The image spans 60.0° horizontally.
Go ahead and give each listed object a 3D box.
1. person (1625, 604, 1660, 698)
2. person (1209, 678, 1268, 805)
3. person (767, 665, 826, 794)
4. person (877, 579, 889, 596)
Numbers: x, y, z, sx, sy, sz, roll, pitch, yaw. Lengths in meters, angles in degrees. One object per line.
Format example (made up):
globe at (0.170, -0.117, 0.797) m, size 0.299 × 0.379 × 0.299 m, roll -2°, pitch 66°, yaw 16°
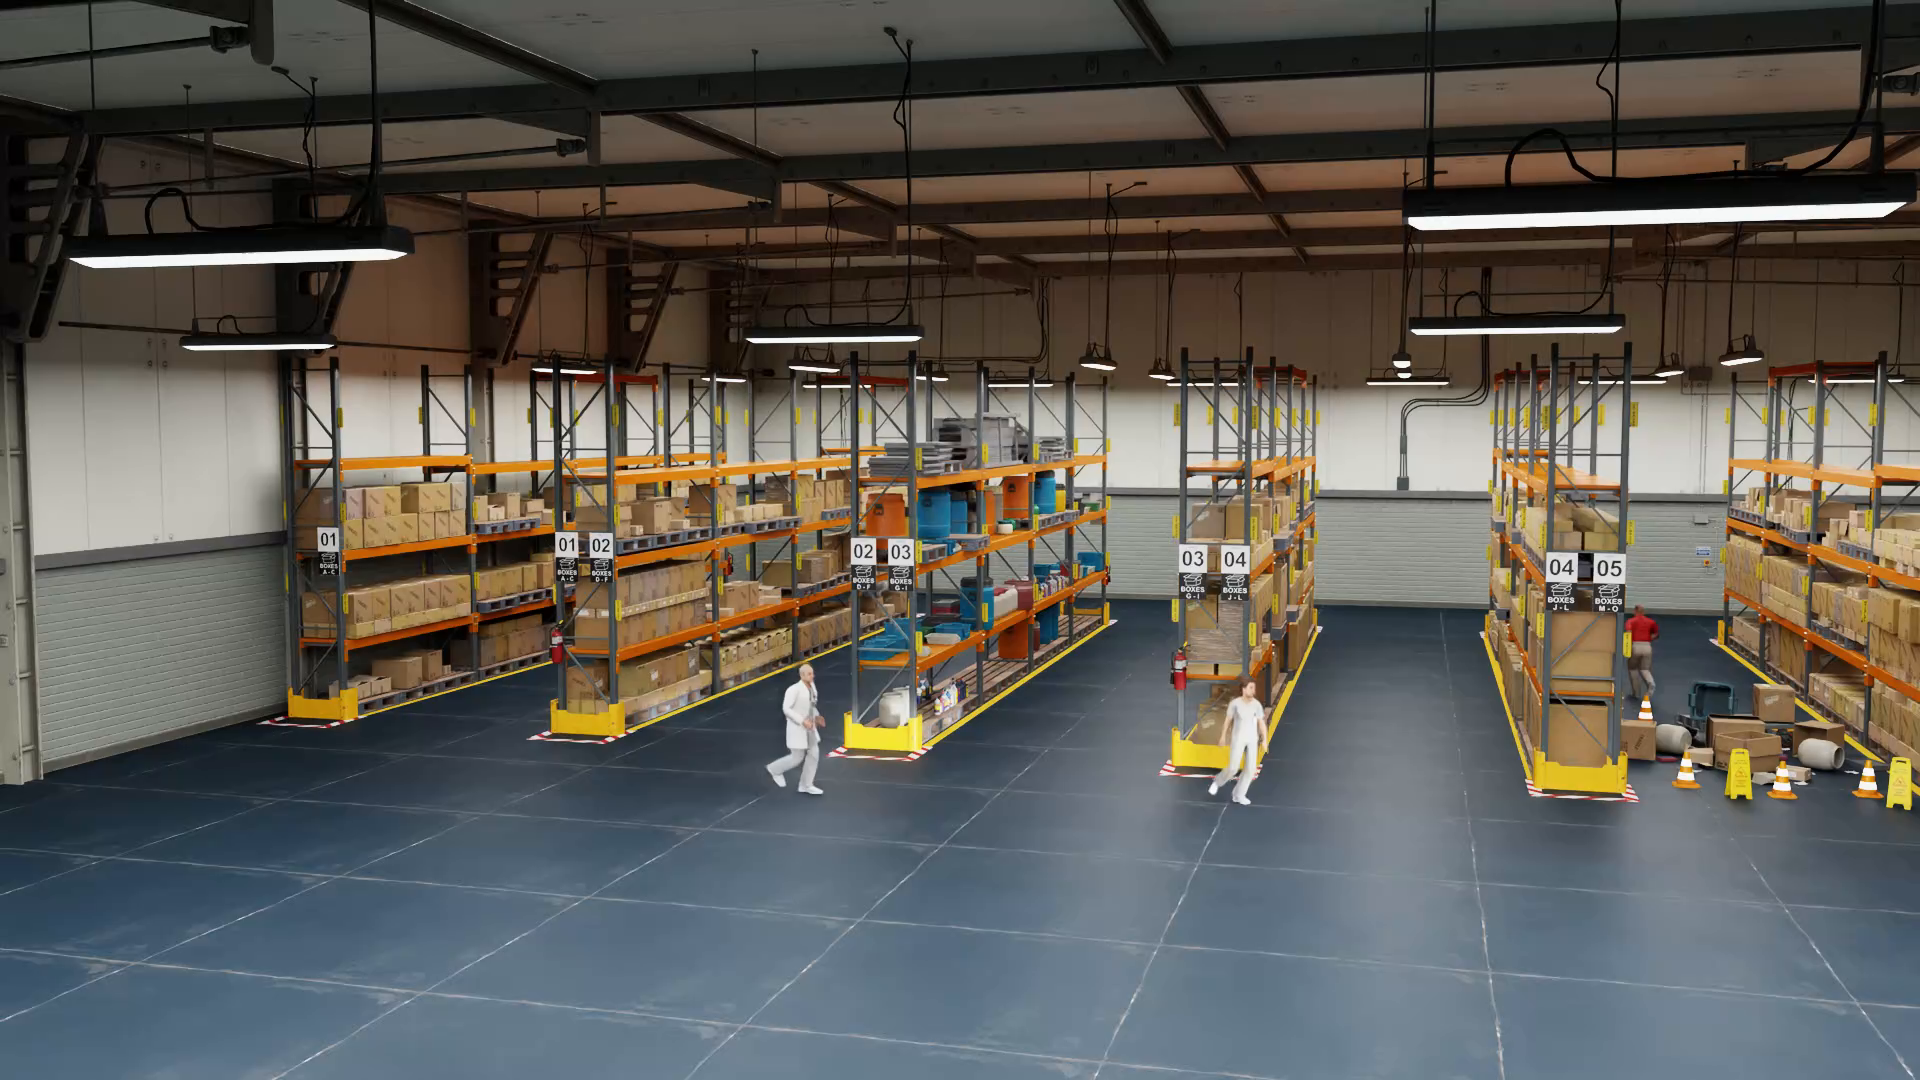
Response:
person at (12.180, 1.999, 29.703) m, size 0.659 × 1.677 × 0.775 m, roll 0°, pitch 4°, yaw 4°
person at (3.599, 2.598, 21.579) m, size 0.686 × 1.637 × 0.552 m, roll -1°, pitch 4°, yaw -12°
person at (-2.203, 2.512, 22.221) m, size 0.853 × 1.733 × 0.711 m, roll 3°, pitch 5°, yaw 34°
person at (-1.932, 0.958, 43.274) m, size 0.975 × 1.693 × 0.724 m, roll 4°, pitch 6°, yaw 42°
